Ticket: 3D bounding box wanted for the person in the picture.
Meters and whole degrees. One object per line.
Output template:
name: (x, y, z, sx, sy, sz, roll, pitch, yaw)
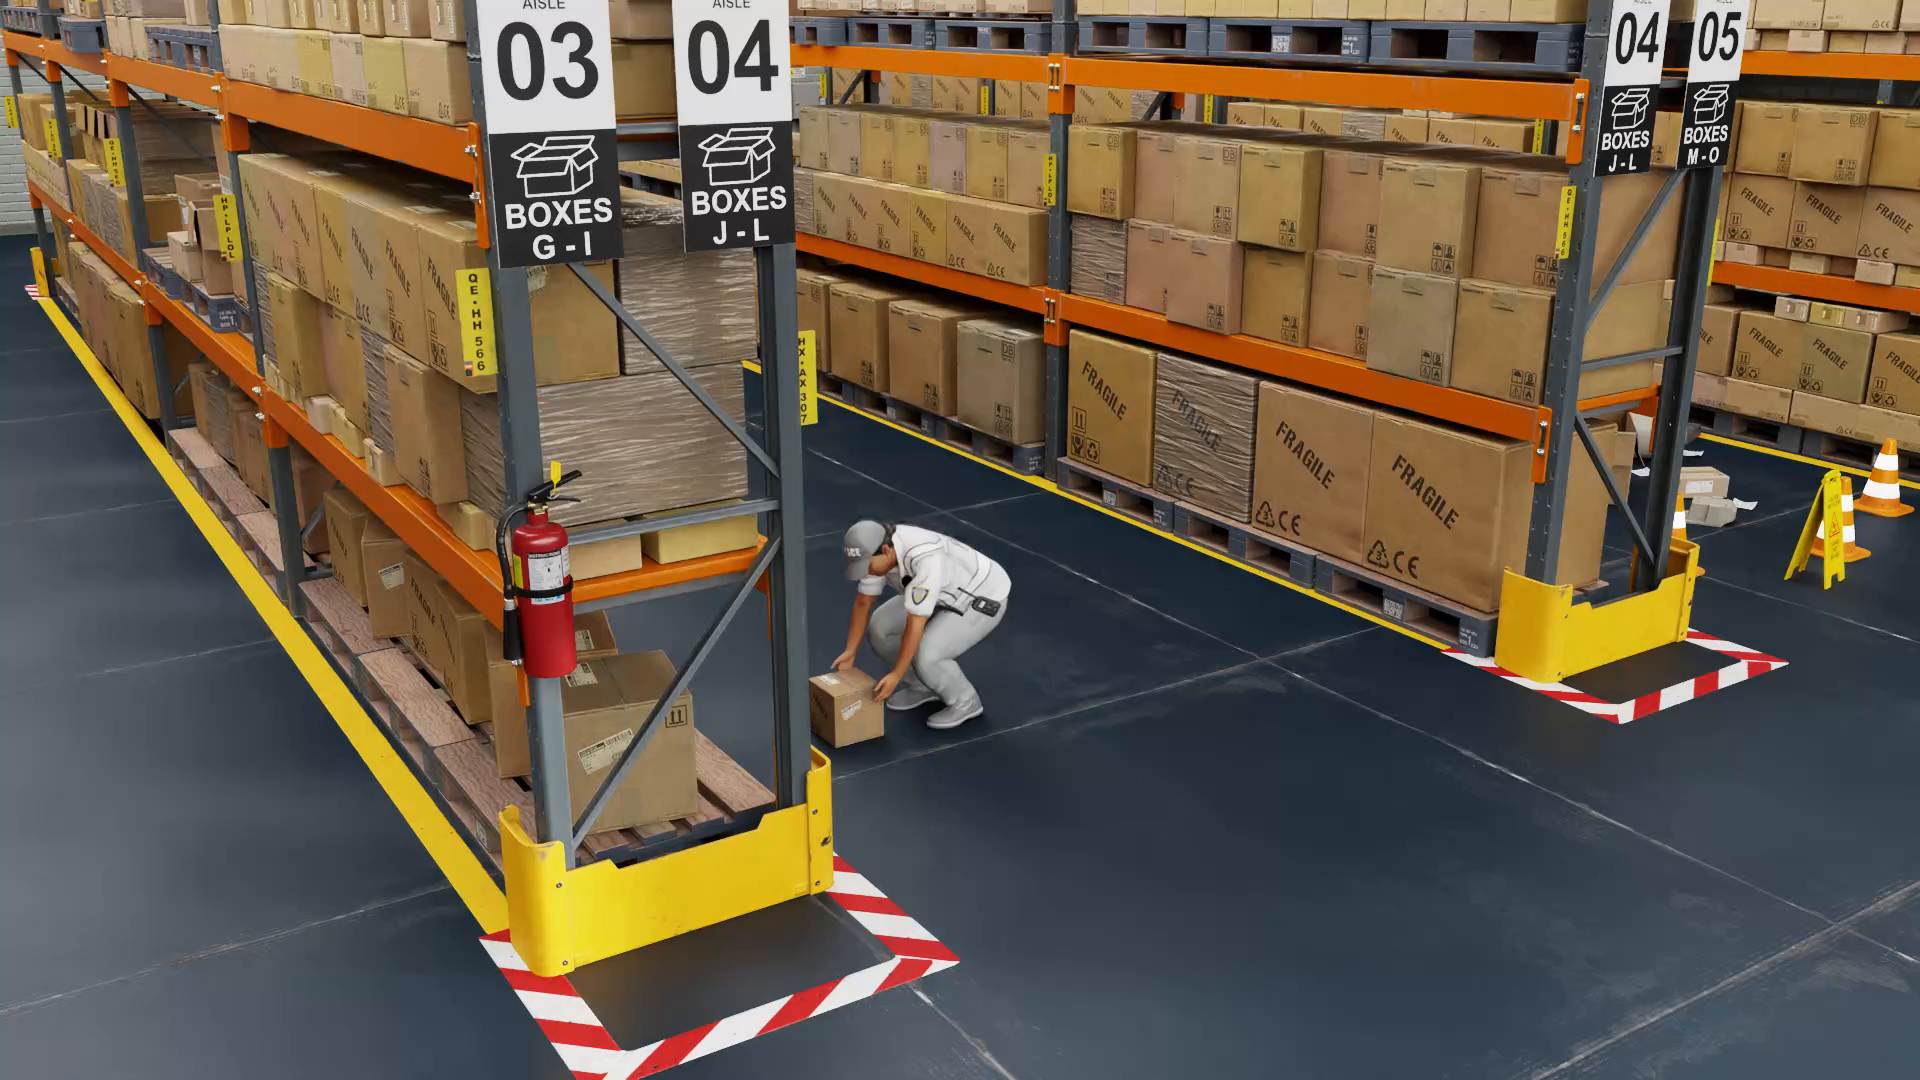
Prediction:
person: (-0.166, 0.340, 7.568, 0.844, 1.016, 0.522, -12, 22, -32)
